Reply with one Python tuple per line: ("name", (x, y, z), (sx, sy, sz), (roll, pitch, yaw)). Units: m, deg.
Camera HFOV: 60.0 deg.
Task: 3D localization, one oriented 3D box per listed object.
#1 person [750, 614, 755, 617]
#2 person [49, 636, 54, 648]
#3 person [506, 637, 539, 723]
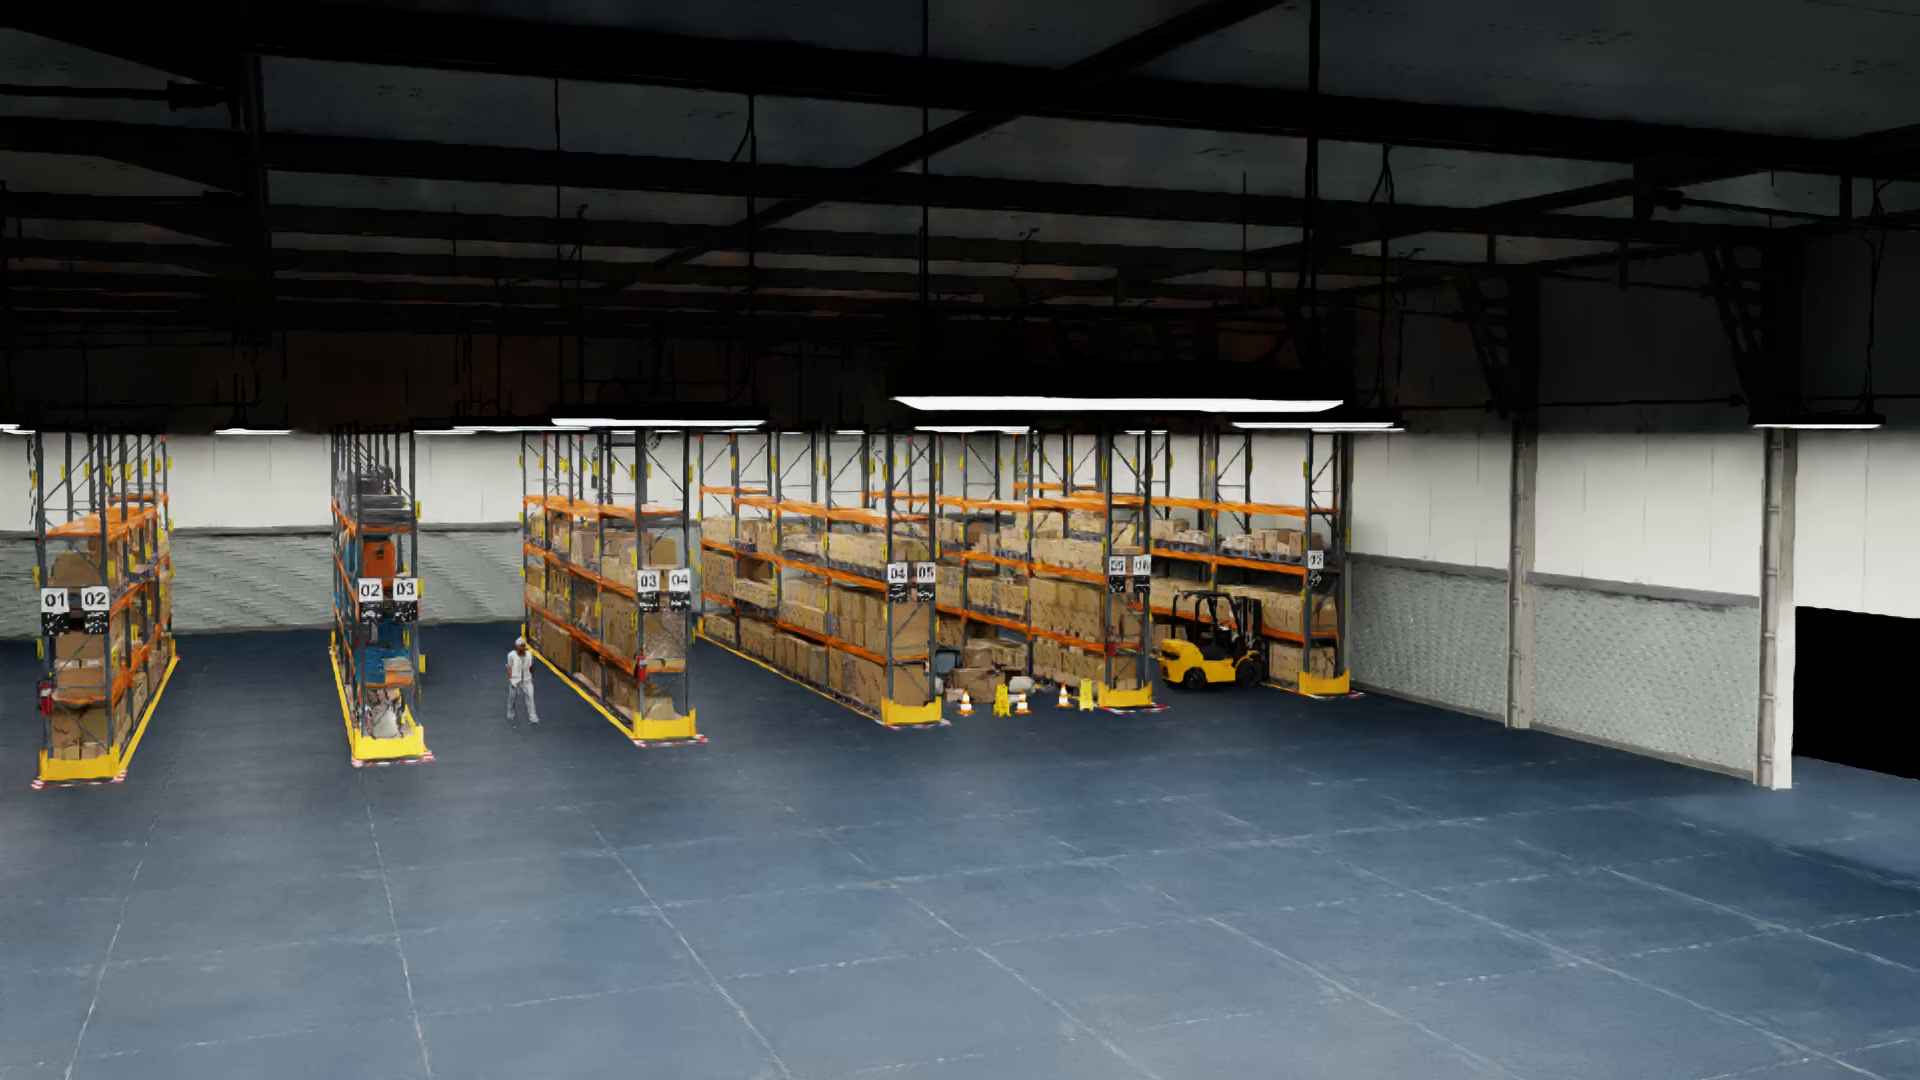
("person", (-6.063, 1.760, 49.430), (0.548, 1.747, 0.668), (-3, 4, -36))
("person", (-23.782, 2.114, 43.629), (0.509, 1.775, 0.777), (2, 4, 24))
("person", (-8.761, 2.780, 33.178), (0.580, 1.706, 1.096), (-2, 4, -31))
